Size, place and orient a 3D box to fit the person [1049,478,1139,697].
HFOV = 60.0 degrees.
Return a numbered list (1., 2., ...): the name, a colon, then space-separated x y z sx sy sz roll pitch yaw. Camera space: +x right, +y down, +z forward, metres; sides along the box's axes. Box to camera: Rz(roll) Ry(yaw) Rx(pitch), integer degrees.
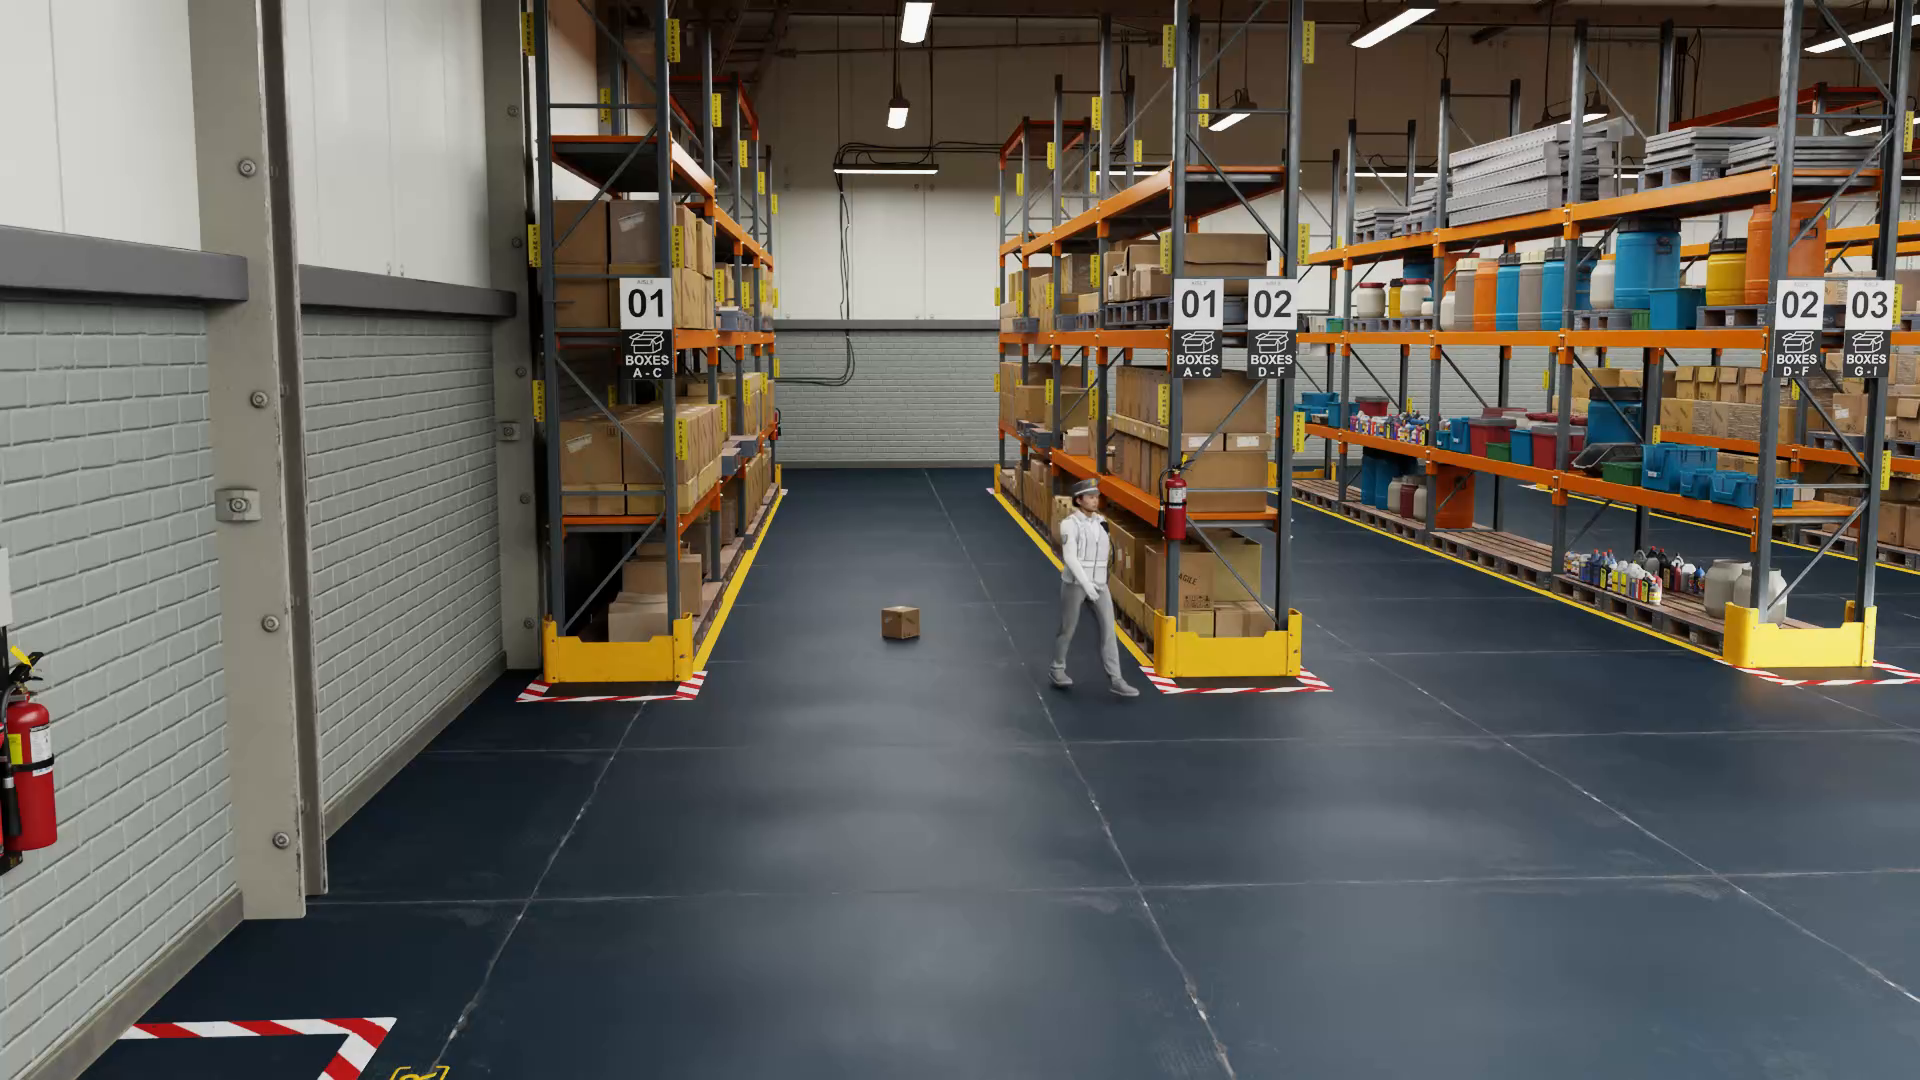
1. person: 1.014 0.344 12.713 0.484 1.635 0.967 -4 8 -28
